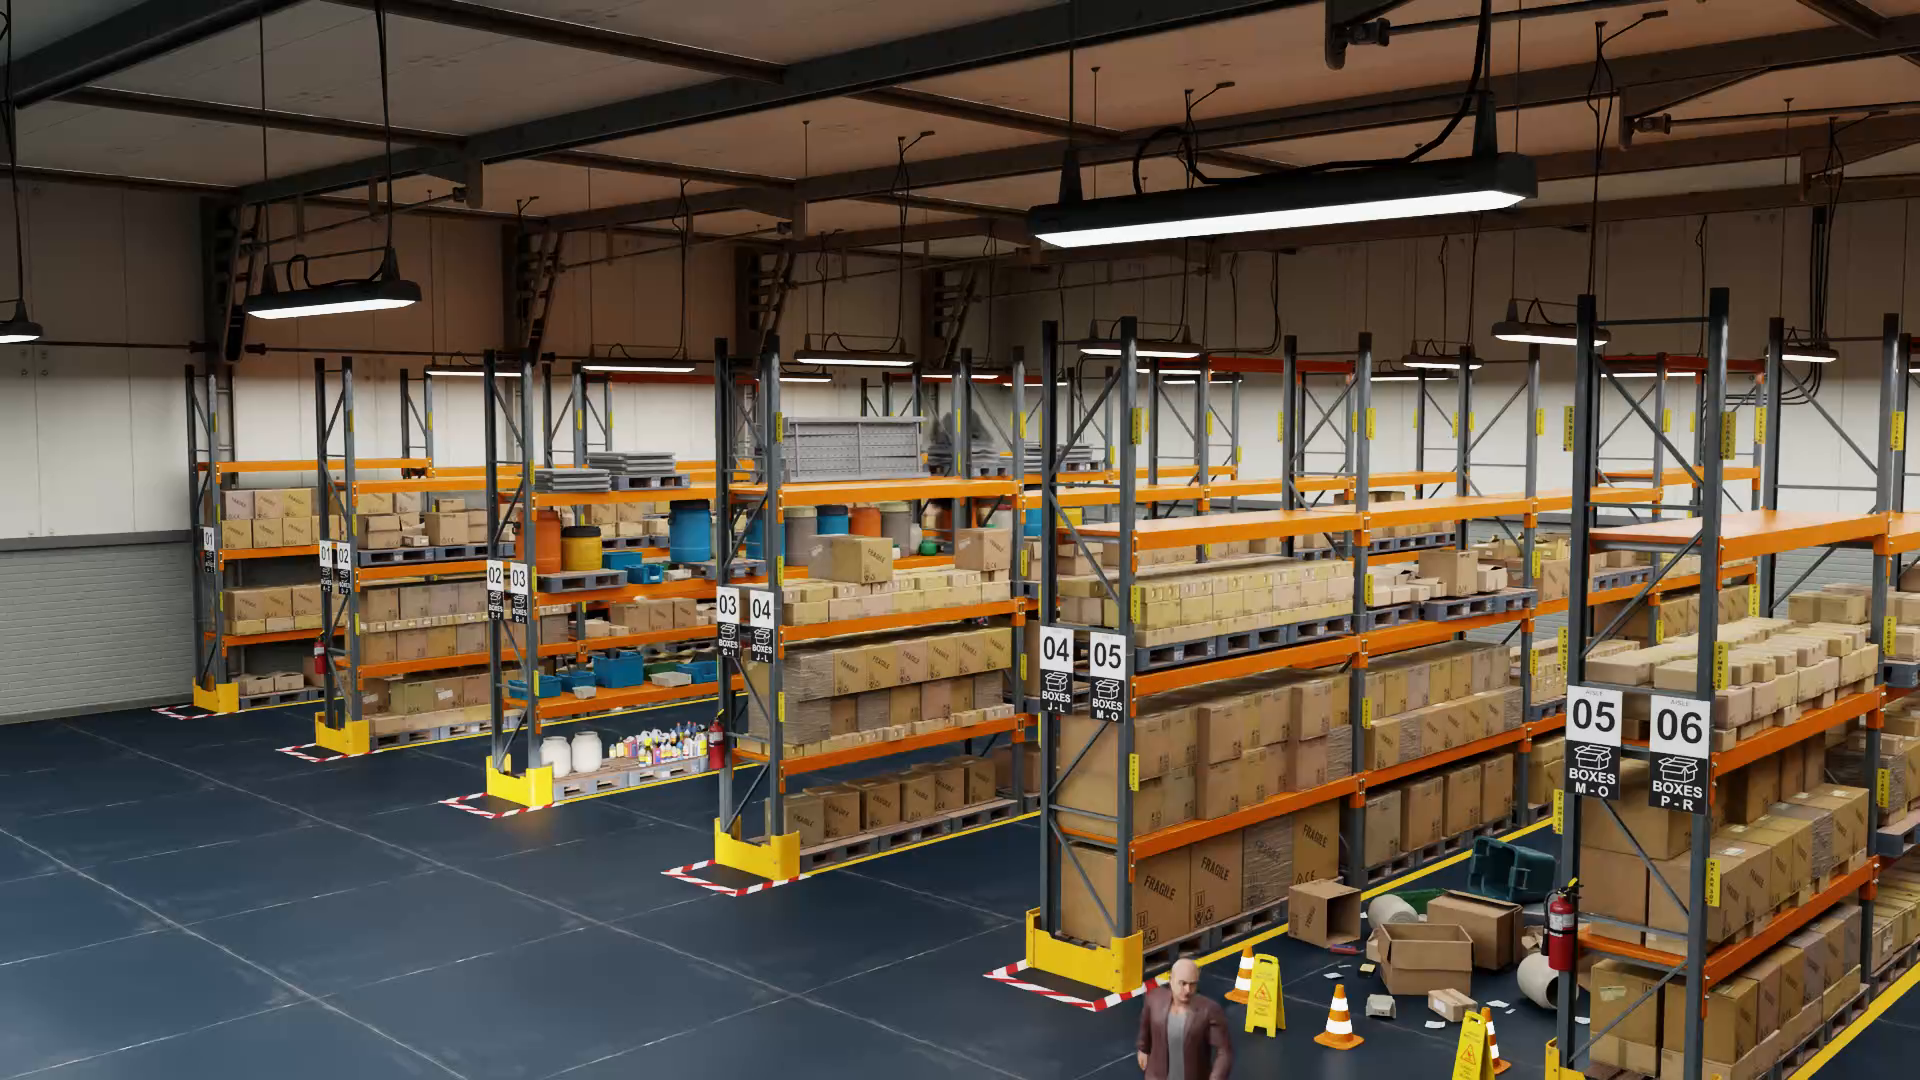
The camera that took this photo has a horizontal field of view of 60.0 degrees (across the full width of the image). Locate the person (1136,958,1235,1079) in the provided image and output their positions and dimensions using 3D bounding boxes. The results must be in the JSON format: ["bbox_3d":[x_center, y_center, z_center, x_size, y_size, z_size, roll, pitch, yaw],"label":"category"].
[{"bbox_3d":[1.393,3.483,10.545,0.705,1.728,0.829,1,5,18],"label":"person"}]

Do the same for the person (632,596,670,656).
[{"bbox_3d":[-5.971,1.867,32.446,0.715,1.734,1.028,4,6,41],"label":"person"}]
